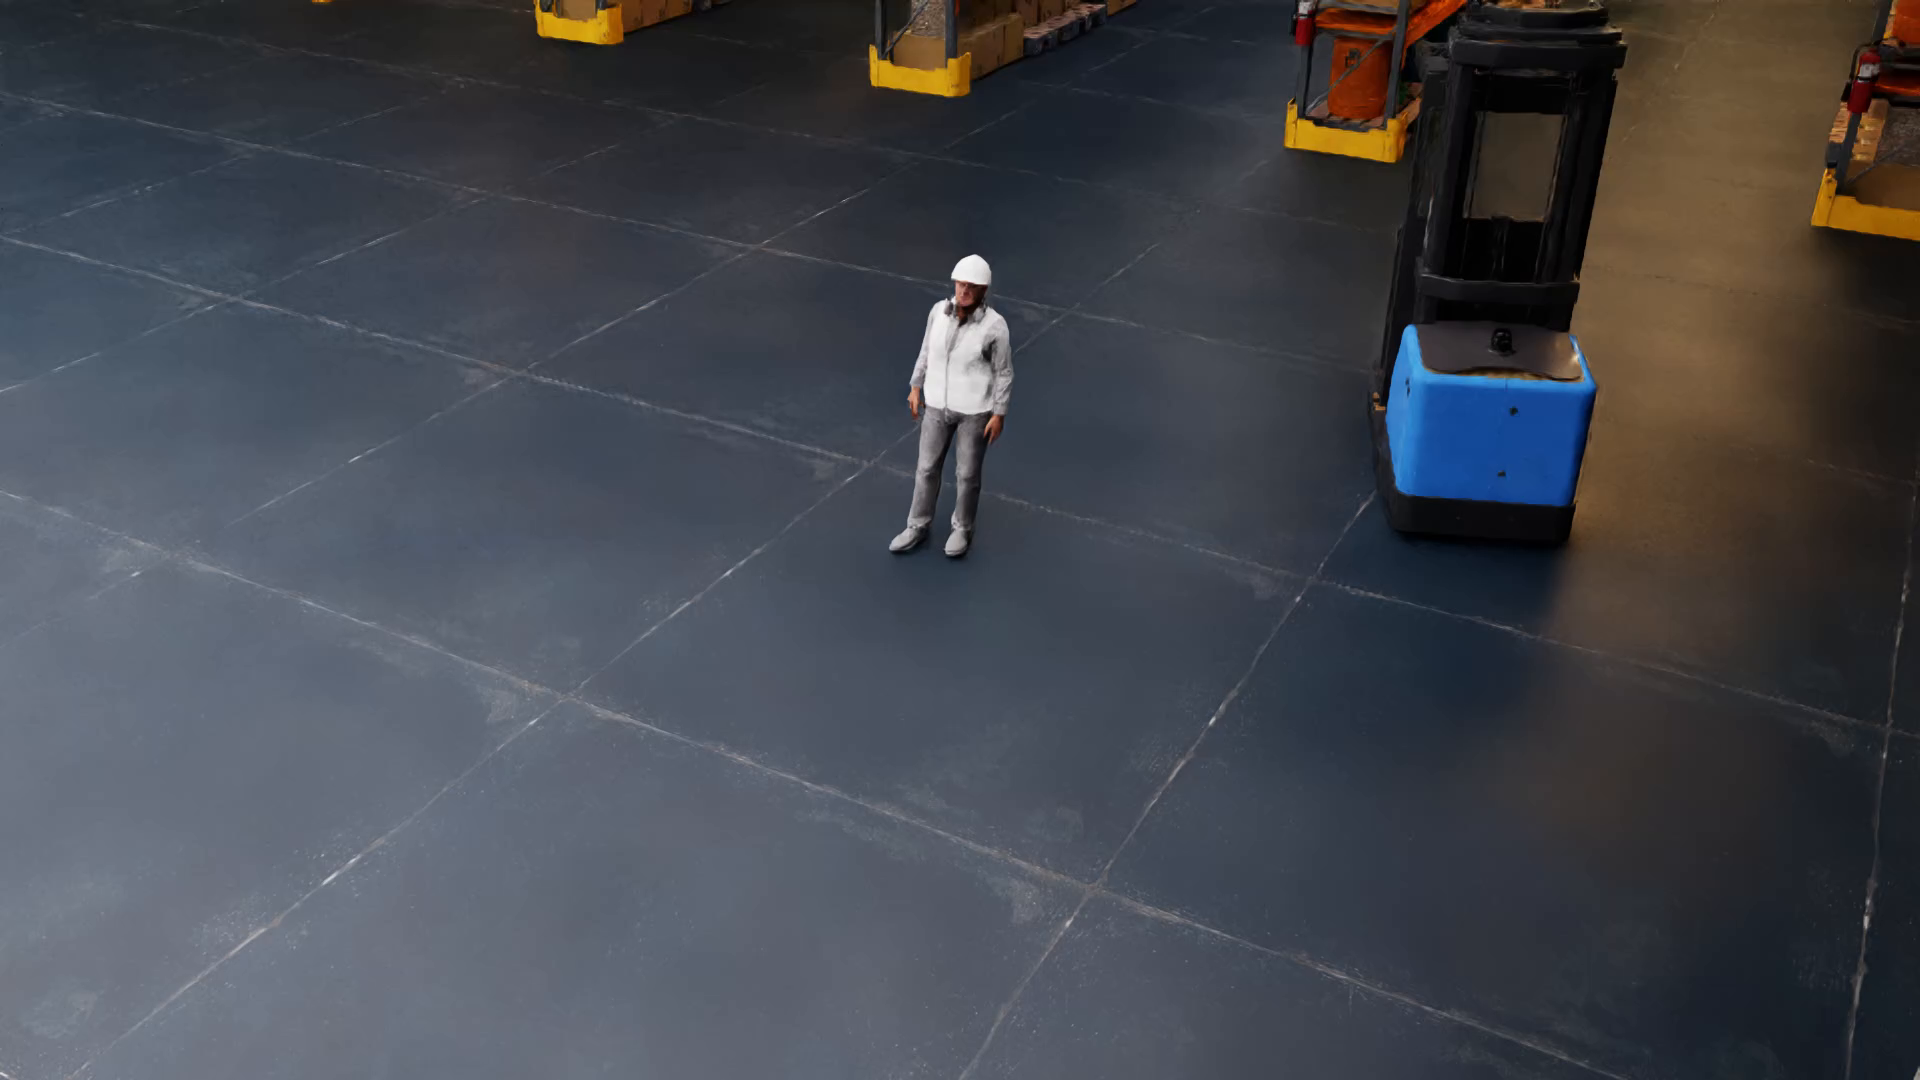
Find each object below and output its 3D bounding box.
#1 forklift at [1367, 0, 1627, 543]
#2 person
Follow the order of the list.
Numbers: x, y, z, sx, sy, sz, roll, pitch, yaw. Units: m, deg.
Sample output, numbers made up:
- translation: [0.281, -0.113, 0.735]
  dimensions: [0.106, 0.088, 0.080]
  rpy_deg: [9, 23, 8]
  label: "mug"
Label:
- translation: [3.328, -1.972, 10.488]
  dimensions: [1.130, 2.935, 3.031]
  rpy_deg: [4, 30, 8]
  label: "forklift"
- translation: [-0.037, -0.749, 9.512]
  dimensions: [0.632, 1.773, 0.567]
  rpy_deg: [15, 33, 25]
  label: "person"
